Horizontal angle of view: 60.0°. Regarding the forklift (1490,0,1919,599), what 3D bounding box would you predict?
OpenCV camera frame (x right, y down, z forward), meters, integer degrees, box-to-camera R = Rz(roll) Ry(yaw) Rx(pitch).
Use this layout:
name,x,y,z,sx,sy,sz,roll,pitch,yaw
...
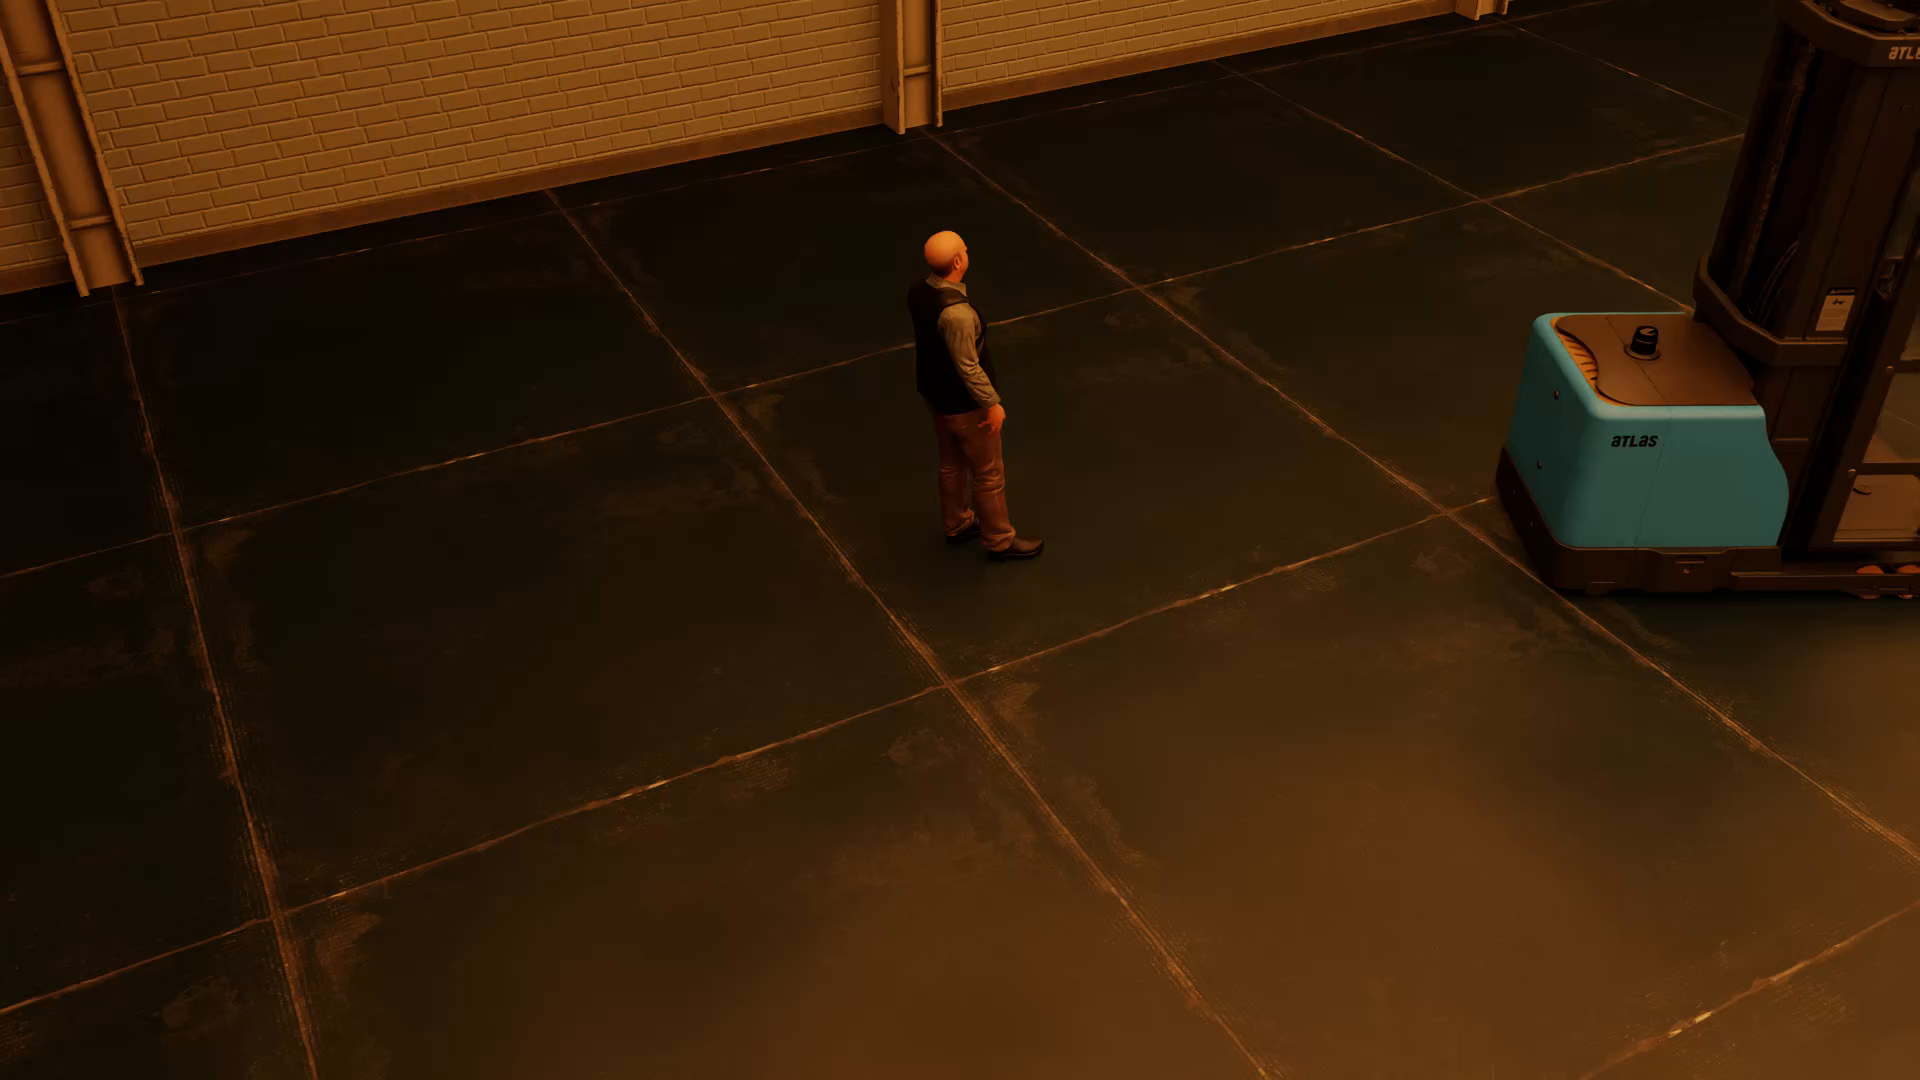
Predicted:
name,x,y,z,sx,sy,sz,roll,pitch,yaw
forklift,4.383,-1.211,7.837,3.031,2.935,1.130,-1,35,-1

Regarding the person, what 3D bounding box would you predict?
name,x,y,z,sx,sy,sz,roll,pitch,yaw
person,0.059,-0.723,8.180,0.566,1.723,0.634,-17,39,-23
